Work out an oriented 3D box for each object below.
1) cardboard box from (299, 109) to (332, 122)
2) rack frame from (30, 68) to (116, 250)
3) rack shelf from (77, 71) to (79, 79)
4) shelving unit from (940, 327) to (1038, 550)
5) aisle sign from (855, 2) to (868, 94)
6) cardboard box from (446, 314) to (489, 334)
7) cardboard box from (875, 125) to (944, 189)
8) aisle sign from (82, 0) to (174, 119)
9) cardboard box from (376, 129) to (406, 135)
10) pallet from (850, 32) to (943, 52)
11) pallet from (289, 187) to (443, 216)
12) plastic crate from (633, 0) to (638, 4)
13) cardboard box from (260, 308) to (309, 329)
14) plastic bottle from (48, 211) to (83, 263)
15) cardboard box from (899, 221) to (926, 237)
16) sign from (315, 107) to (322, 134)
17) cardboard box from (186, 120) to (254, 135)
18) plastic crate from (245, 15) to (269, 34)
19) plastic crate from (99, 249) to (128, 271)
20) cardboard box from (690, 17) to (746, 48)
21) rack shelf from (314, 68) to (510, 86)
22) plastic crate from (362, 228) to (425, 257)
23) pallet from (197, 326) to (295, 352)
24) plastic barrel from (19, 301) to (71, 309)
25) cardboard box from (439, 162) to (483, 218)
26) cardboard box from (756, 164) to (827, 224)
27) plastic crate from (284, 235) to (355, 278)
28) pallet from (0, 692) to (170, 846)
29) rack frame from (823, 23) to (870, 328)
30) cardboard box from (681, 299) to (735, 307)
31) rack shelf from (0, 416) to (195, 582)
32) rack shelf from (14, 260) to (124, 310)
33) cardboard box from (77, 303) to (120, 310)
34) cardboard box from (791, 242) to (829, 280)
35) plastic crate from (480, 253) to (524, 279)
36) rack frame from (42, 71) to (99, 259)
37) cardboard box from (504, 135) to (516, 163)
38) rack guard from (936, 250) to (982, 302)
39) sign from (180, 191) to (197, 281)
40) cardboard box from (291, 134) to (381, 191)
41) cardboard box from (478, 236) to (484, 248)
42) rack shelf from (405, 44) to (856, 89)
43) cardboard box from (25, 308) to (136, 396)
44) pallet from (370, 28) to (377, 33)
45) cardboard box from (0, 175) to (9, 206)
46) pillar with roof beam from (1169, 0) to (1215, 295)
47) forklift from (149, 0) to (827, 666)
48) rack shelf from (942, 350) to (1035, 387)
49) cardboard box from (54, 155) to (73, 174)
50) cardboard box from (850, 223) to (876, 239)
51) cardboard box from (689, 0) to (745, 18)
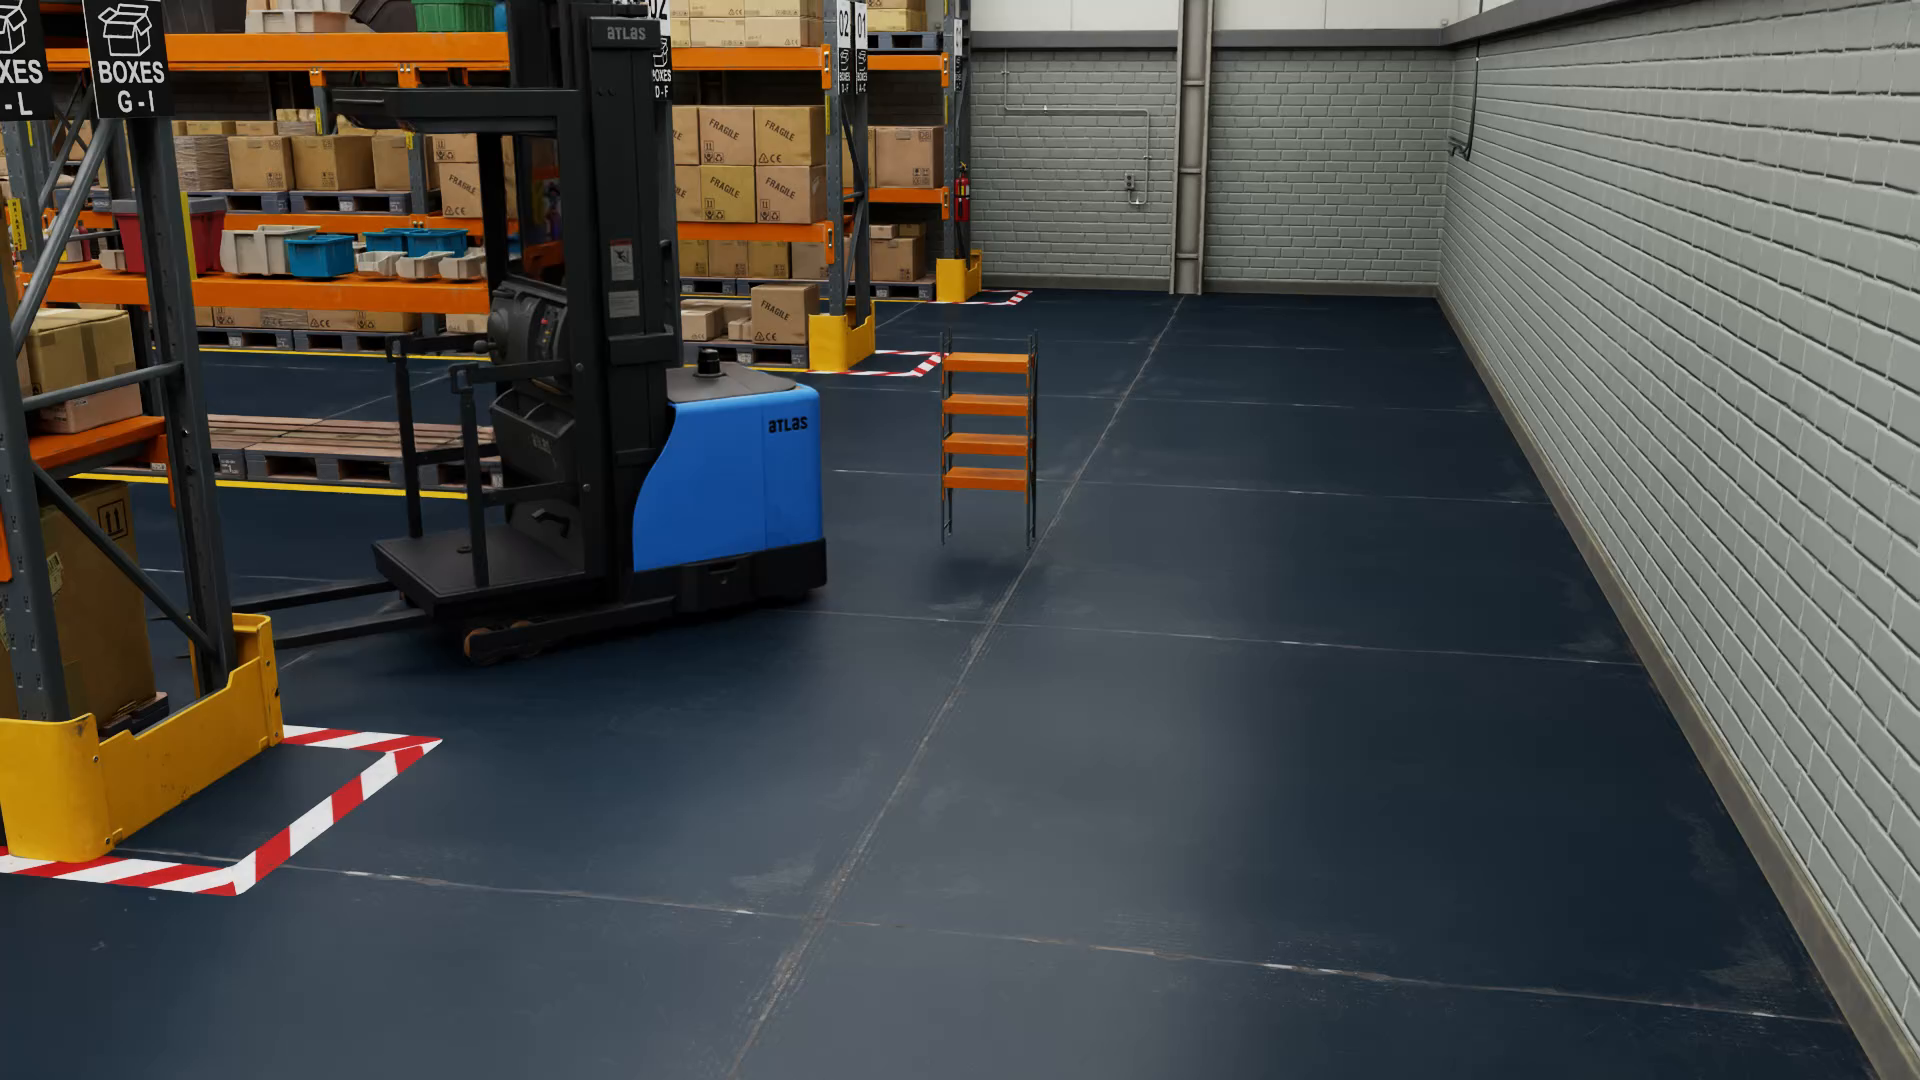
[{"bbox_3d":[-8.214,-5.418,21.205,0.250,0.149,0.380,1,16,4],"label":"cardboard box"},{"bbox_3d":[-8.853,-3.538,16.647,0.127,3.000,1.000,3,16,11],"label":"rack frame"},{"bbox_3d":[-13.749,-6.253,22.174,4.000,0.370,1.077,3,16,11],"label":"rack shelf"},{"bbox_3d":[0.162,-0.569,9.300,0.503,1.200,0.258,3,16,11],"label":"shelving unit"},{"bbox_3d":[-0.888,-4.439,15.028,0.004,0.787,0.394,3,16,11],"label":"aisle sign"},{"bbox_3d":[-4.565,-2.163,15.894,0.500,0.311,0.500,3,16,11],"label":"cardboard box"},{"bbox_3d":[-0.532,-4.578,19.838,0.700,0.700,0.980,4,16,14],"label":"cardboard box"},{"bbox_3d":[-2.861,-1.849,5.678,0.004,0.787,0.394,3,16,11],"label":"aisle sign"},{"bbox_3d":[-6.933,-4.913,20.826,0.500,0.500,0.500,4,16,13],"label":"cardboard box"},{"bbox_3d":[-0.759,-5.848,19.533,1.213,0.211,1.003,3,16,11],"label":"pallet"},{"bbox_3d":[-5.695,-3.304,16.161,1.213,0.211,1.003,3,16,11],"label":"pallet"},{"bbox_3d":[-2.326,-3.293,10.388,0.590,0.269,0.497,3,16,11],"label":"plastic crate"},{"bbox_3d":[-6.448,-2.340,16.177,0.500,0.500,0.500,3,16,12],"label":"cardboard box"},{"bbox_3d":[-6.244,-2.112,11.590,0.185,0.351,0.144,3,16,11],"label":"plastic bottle"},{"bbox_3d":[-0.574,-3.776,20.185,0.250,0.149,0.380,3,16,11],"label":"cardboard box"},{"bbox_3d":[-7.969,-5.212,20.668,0.005,0.325,0.100,3,16,11],"label":"sign"},{"bbox_3d":[-9.558,-5.178,21.553,0.500,0.500,0.700,3,16,11],"label":"cardboard box"},{"bbox_3d":[-4.602,-3.380,10.952,0.466,0.136,0.293,3,16,11],"label":"plastic crate"},{"bbox_3d":[-5.496,-1.870,11.004,0.243,0.136,0.396,3,16,11],"label":"plastic crate"},{"bbox_3d":[-2.057,-4.474,14.686,0.500,0.250,0.500,3,16,11],"label":"cardboard box"},{"bbox_3d":[-5.910,-5.827,20.637,4.000,0.370,1.077,3,16,11],"label":"rack shelf"},{"bbox_3d":[-3.765,-1.951,11.117,0.300,0.233,0.416,3,16,11],"label":"plastic crate"},{"bbox_3d":[-6.937,-2.079,16.604,1.213,0.211,1.003,3,16,11],"label":"pallet"},{"bbox_3d":[-6.454,-1.255,11.546,0.708,0.901,0.600,3,16,11],"label":"plastic barrel"},{"bbox_3d":[-4.488,-3.275,15.510,0.500,0.500,0.500,4,16,13],"label":"cardboard box"},{"bbox_3d":[-1.507,-3.114,14.926,0.500,0.500,0.500,4,16,13],"label":"cardboard box"},{"bbox_3d":[-4.068,-1.808,10.600,0.300,0.233,0.416,3,16,11],"label":"plastic crate"},{"bbox_3d":[-3.790,0.800,6.208,1.213,0.211,1.003,3,16,11],"label":"pallet"},{"bbox_3d":[-1.014,-3.113,15.111,0.127,3.000,1.000,3,16,11],"label":"rack frame"},{"bbox_3d":[-2.470,-2.156,15.983,0.500,0.250,0.500,3,16,11],"label":"cardboard box"},{"bbox_3d":[-4.951,-0.281,6.236,4.000,0.370,1.077,3,16,11],"label":"rack shelf"},{"bbox_3d":[-7.884,-1.790,11.682,4.000,0.370,1.077,3,16,11],"label":"rack shelf"},{"bbox_3d":[-8.464,-2.447,16.565,0.500,0.500,0.500,4,16,13],"label":"cardboard box"},{"bbox_3d":[-1.719,-3.471,20.299,0.500,0.500,0.700,3,16,9],"label":"cardboard box"},{"bbox_3d":[-2.839,-1.715,10.446,0.243,0.136,0.396,3,16,11],"label":"plastic crate"},{"bbox_3d":[-11.789,-5.047,22.094,0.127,3.000,1.000,3,16,11],"label":"rack frame"},{"bbox_3d":[-4.022,-3.730,15.277,0.500,0.500,0.500,3,16,9],"label":"cardboard box"},{"bbox_3d":[-0.007,-3.203,20.119,0.348,0.500,1.175,3,16,11],"label":"rack guard"},{"bbox_3d":[-2.875,-1.122,6.153,0.005,0.325,0.100,3,16,11],"label":"sign"},{"bbox_3d":[-6.039,-3.680,16.184,0.500,0.500,0.700,6,16,20],"label":"cardboard box"},{"bbox_3d":[-6.318,-3.879,21.117,0.750,0.750,0.750,3,16,11],"label":"cardboard box"},{"bbox_3d":[-2.973,-4.318,15.190,4.000,0.370,1.077,3,16,11],"label":"rack shelf"},{"bbox_3d":[-3.408,-0.689,6.083,0.500,0.250,0.500,3,16,10],"label":"cardboard box"},{"bbox_3d":[-5.558,-4.734,15.695,1.003,0.211,1.213,3,16,11],"label":"pallet"},{"bbox_3d":[-9.691,-3.594,17.014,0.500,0.311,0.500,3,16,10],"label":"cardboard box"},{"bbox_3d":[1.930,-6.257,15.221,0.400,9.000,9.100,3,16,11],"label":"pillar with roof beam"},{"bbox_3d":[-2.184,-1.009,7.645,3.031,2.935,1.130,-10,18,-32],"label":"forklift"},{"bbox_3d":[0.162,-0.948,9.195,0.480,0.148,0.258,3,16,11],"label":"rack shelf"},{"bbox_3d":[-12.207,-5.066,22.404,0.500,0.250,0.500,3,16,12],"label":"cardboard box"},{"bbox_3d":[-1.149,-3.703,19.921,0.250,0.149,0.380,4,16,13],"label":"cardboard box"},{"bbox_3d":[-2.058,-4.714,14.617,0.500,0.250,0.500,3,16,11],"label":"cardboard box"}]
